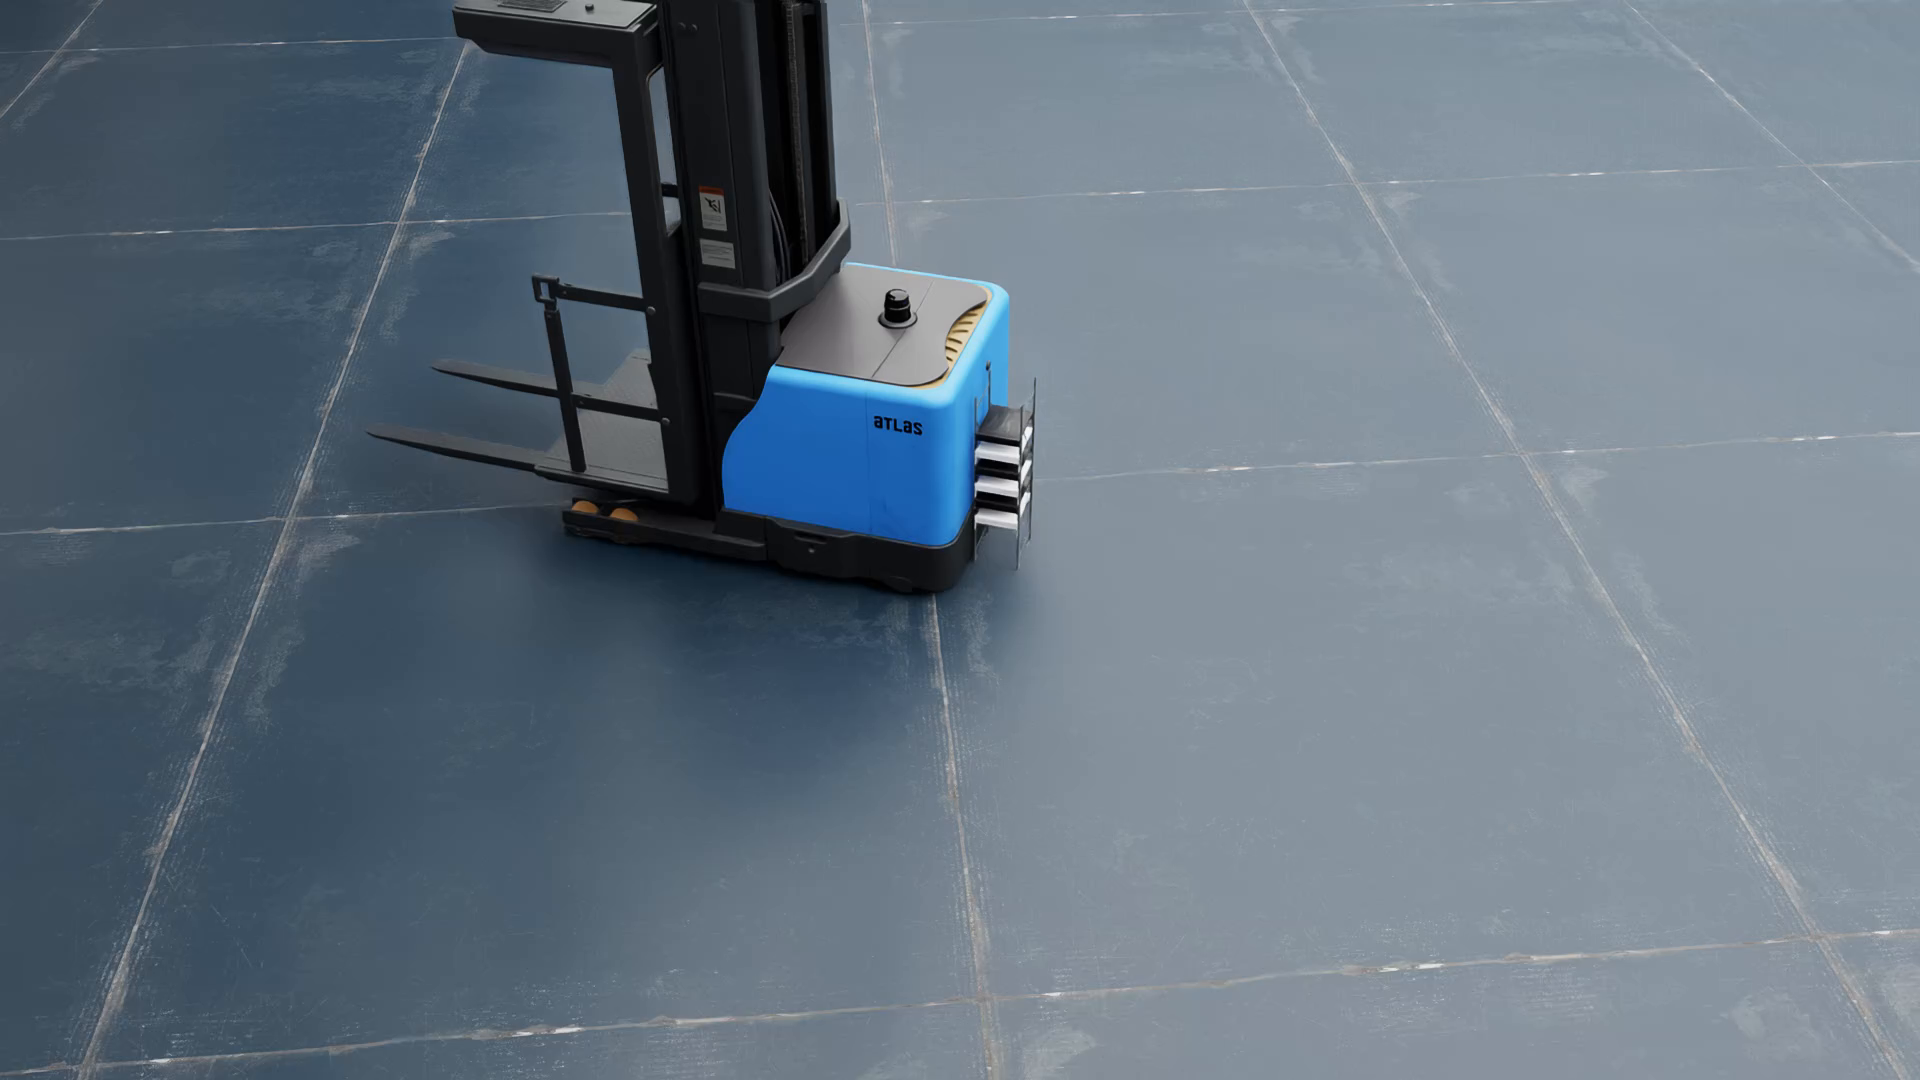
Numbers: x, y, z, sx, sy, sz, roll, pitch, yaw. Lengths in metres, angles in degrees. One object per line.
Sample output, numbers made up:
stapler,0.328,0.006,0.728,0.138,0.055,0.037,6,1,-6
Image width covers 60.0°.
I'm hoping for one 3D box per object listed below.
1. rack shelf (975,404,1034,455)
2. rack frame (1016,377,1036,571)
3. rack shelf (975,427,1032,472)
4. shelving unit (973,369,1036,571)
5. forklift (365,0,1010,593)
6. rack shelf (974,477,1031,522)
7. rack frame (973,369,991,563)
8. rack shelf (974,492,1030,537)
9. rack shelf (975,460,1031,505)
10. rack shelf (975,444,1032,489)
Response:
rack shelf,0.196,-0.486,7.257,0.200,0.077,0.258,10,39,13
rack frame,0.293,-0.282,7.381,0.006,0.900,0.240,10,39,13
rack shelf,0.196,-0.415,7.313,0.200,0.077,0.258,10,39,13
shelving unit,0.196,-0.300,7.403,0.210,0.900,0.258,10,39,13
forklift,-1.339,-1.433,7.200,3.031,2.935,1.130,10,39,13
rack shelf,0.196,-0.203,7.480,0.200,0.077,0.258,10,39,13
rack frame,0.098,-0.318,7.426,0.006,0.900,0.240,10,39,13
rack shelf,0.196,-0.132,7.535,0.200,0.077,0.258,10,39,13
rack shelf,0.196,-0.274,7.424,0.200,0.077,0.258,10,39,13
rack shelf,0.196,-0.344,7.368,0.200,0.077,0.258,10,39,13
